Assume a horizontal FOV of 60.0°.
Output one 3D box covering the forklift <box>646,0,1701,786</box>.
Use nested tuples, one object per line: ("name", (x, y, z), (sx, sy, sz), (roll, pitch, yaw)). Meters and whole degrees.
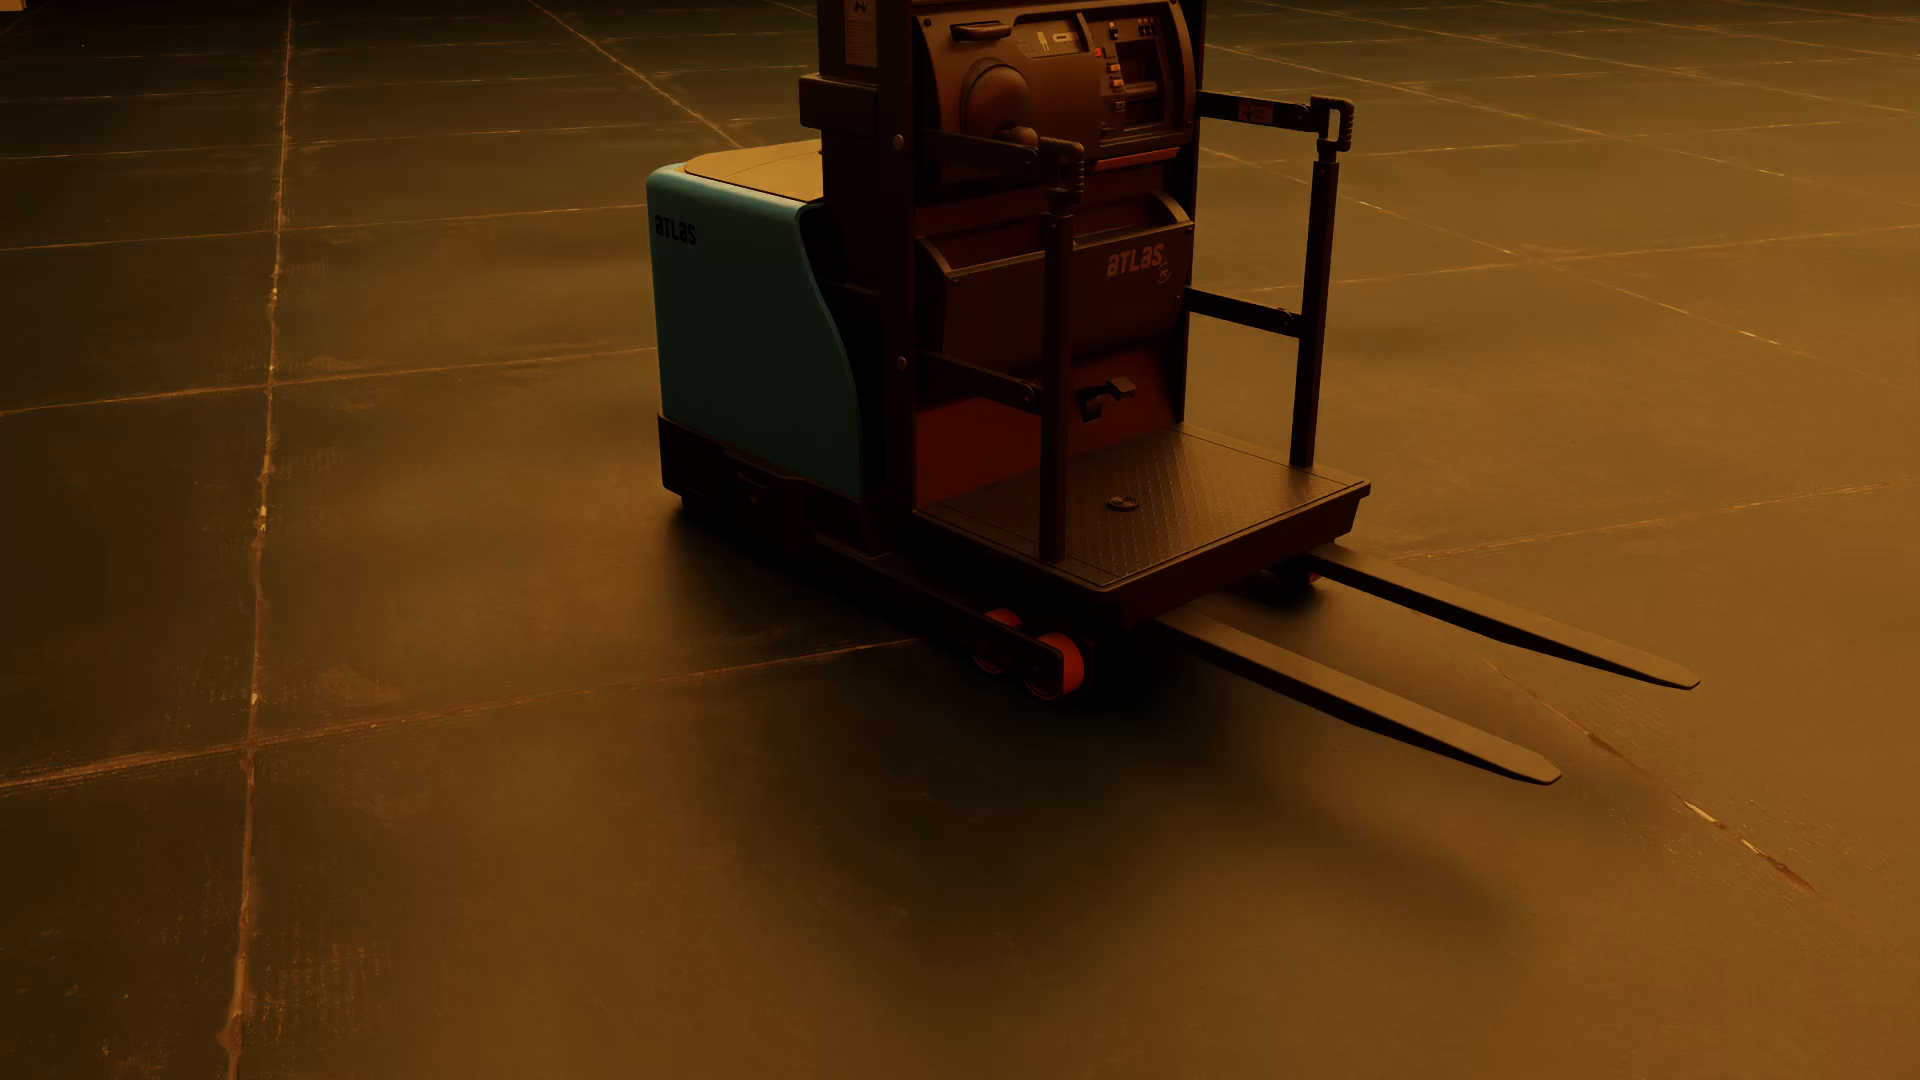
("forklift", (0.409, -1.176, 4.096), (1.130, 2.935, 3.031), (-19, 30, -38))
